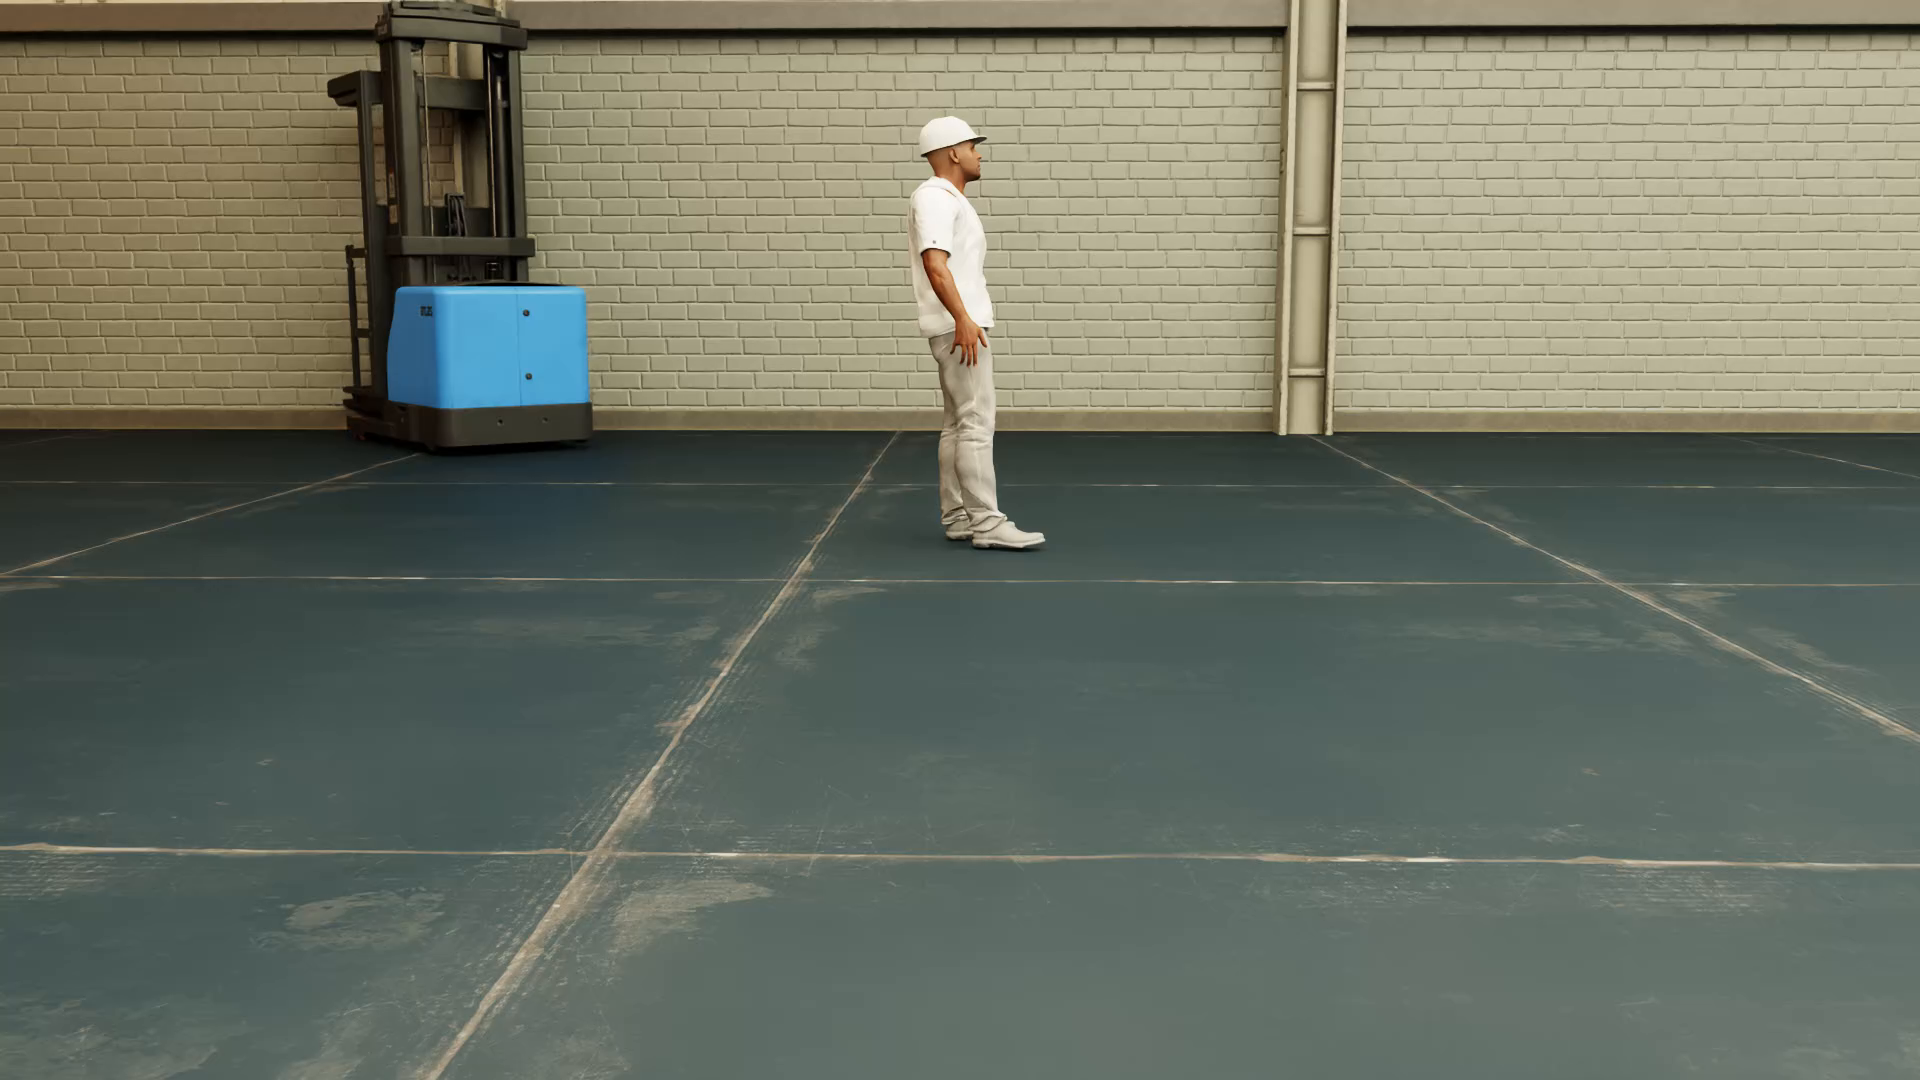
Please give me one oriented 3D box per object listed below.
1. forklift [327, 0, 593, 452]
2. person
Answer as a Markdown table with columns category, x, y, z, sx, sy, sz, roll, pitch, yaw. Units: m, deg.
| category | x | y | z | sx | sy | sz | roll | pitch | yaw |
| --- | --- | --- | --- | --- | --- | --- | --- | --- | --- |
| forklift | -3.734 | -2.189 | 11.754 | 1.130 | 2.935 | 3.031 | -6 | 11 | -36 |
| person | 0.069 | -0.879 | 6.985 | 0.577 | 1.765 | 0.665 | 0 | 9 | 1 |
